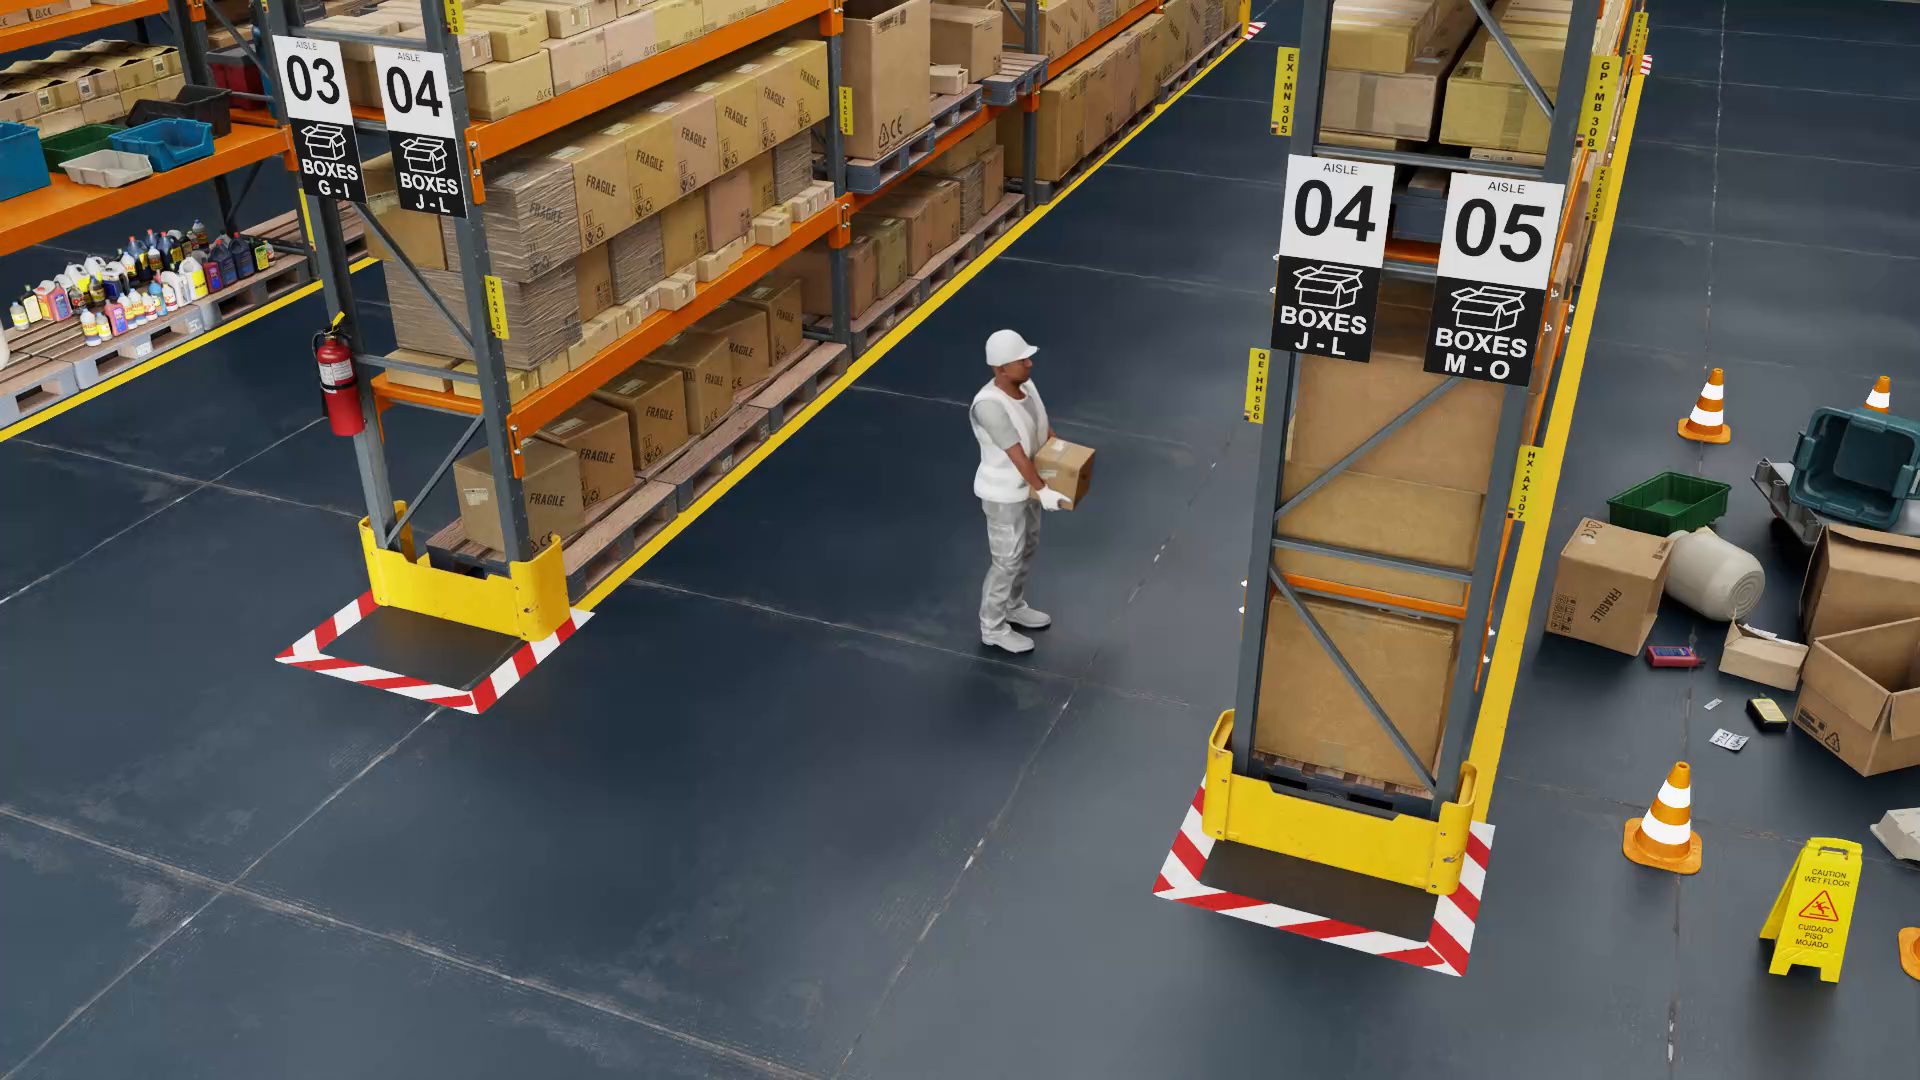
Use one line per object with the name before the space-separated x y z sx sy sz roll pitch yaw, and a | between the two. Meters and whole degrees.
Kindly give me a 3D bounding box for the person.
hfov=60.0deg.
person | 0.376 -0.254 8.836 0.580 1.779 0.488 12 31 20
